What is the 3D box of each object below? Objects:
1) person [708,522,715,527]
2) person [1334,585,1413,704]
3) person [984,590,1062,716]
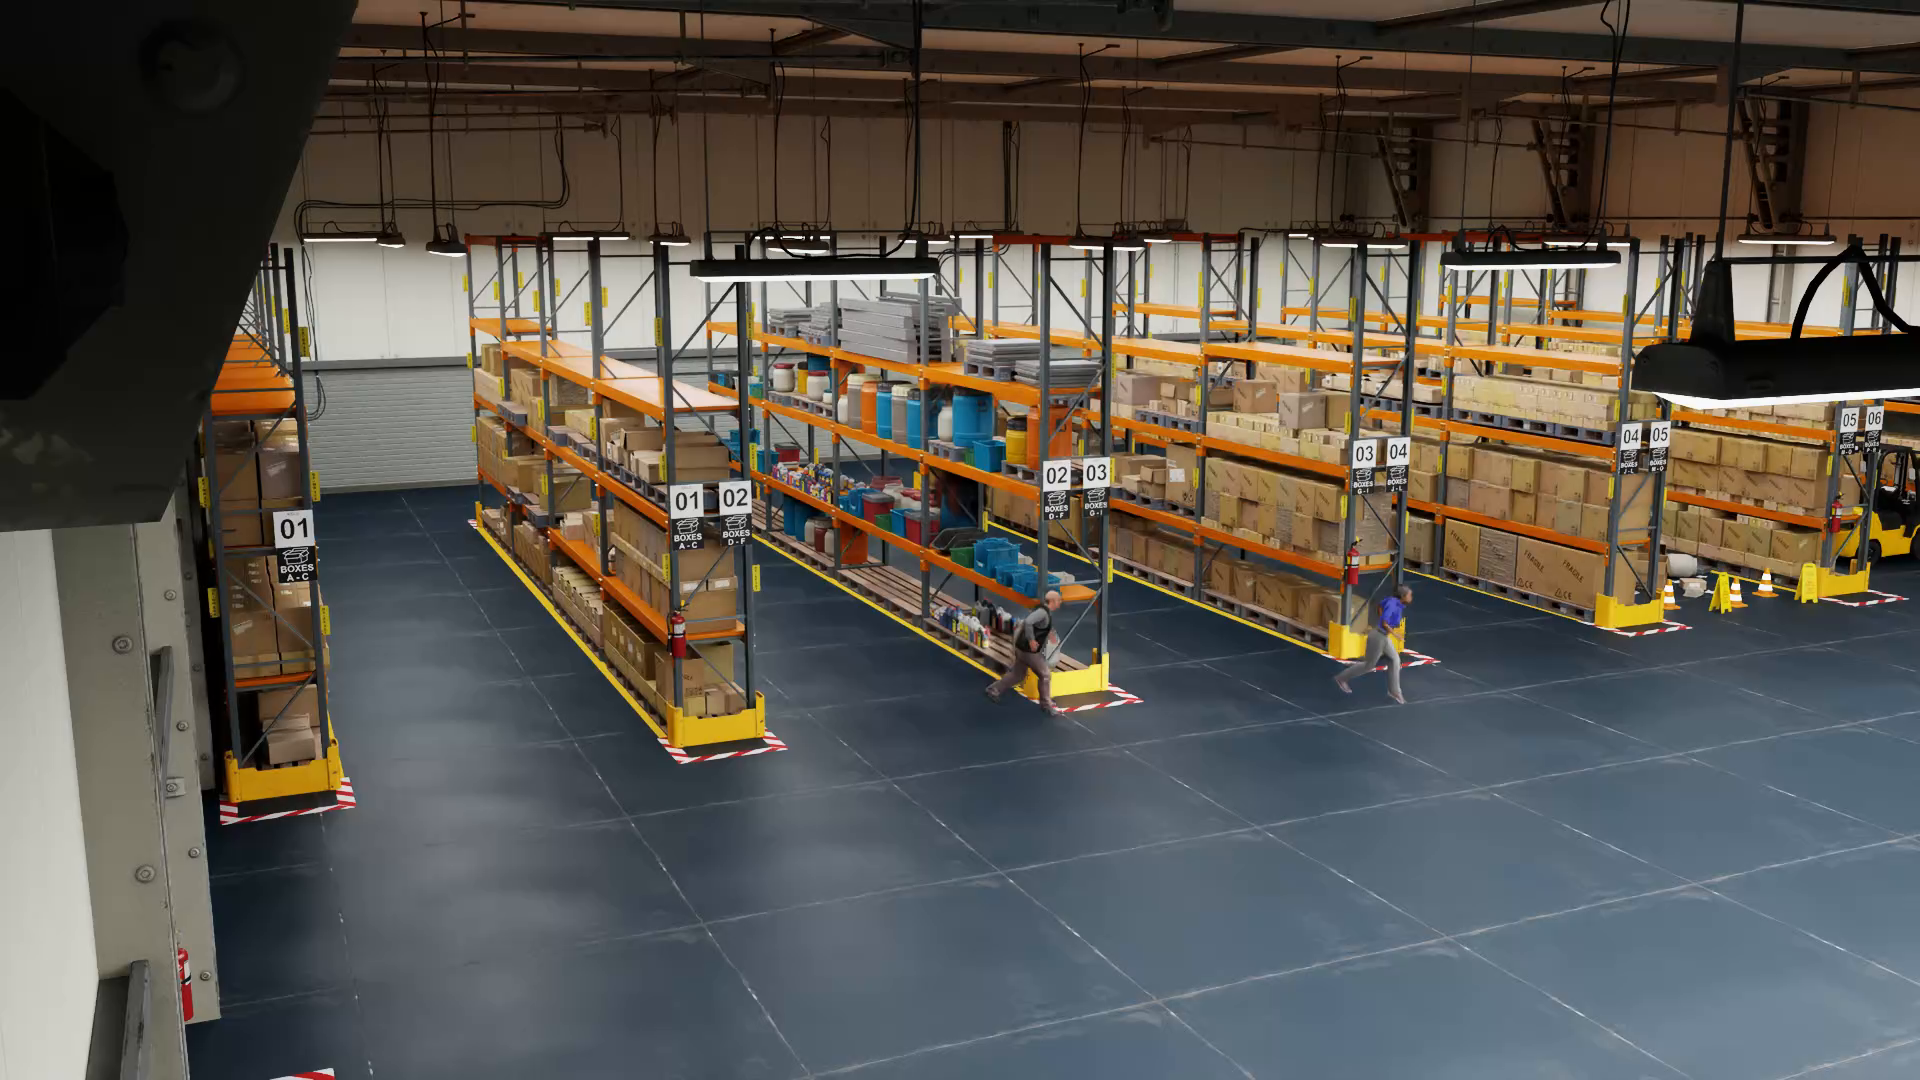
[{"bbox_3d":[-4.541,-0.118,29.202,0.653,1.731,0.569,-5,12,-25],"label":"person"},{"bbox_3d":[5.484,1.366,22.068,0.976,1.616,0.611,3,11,13],"label":"person"},{"bbox_3d":[0.809,1.469,21.355,1.007,1.682,0.697,1,11,6],"label":"person"}]
